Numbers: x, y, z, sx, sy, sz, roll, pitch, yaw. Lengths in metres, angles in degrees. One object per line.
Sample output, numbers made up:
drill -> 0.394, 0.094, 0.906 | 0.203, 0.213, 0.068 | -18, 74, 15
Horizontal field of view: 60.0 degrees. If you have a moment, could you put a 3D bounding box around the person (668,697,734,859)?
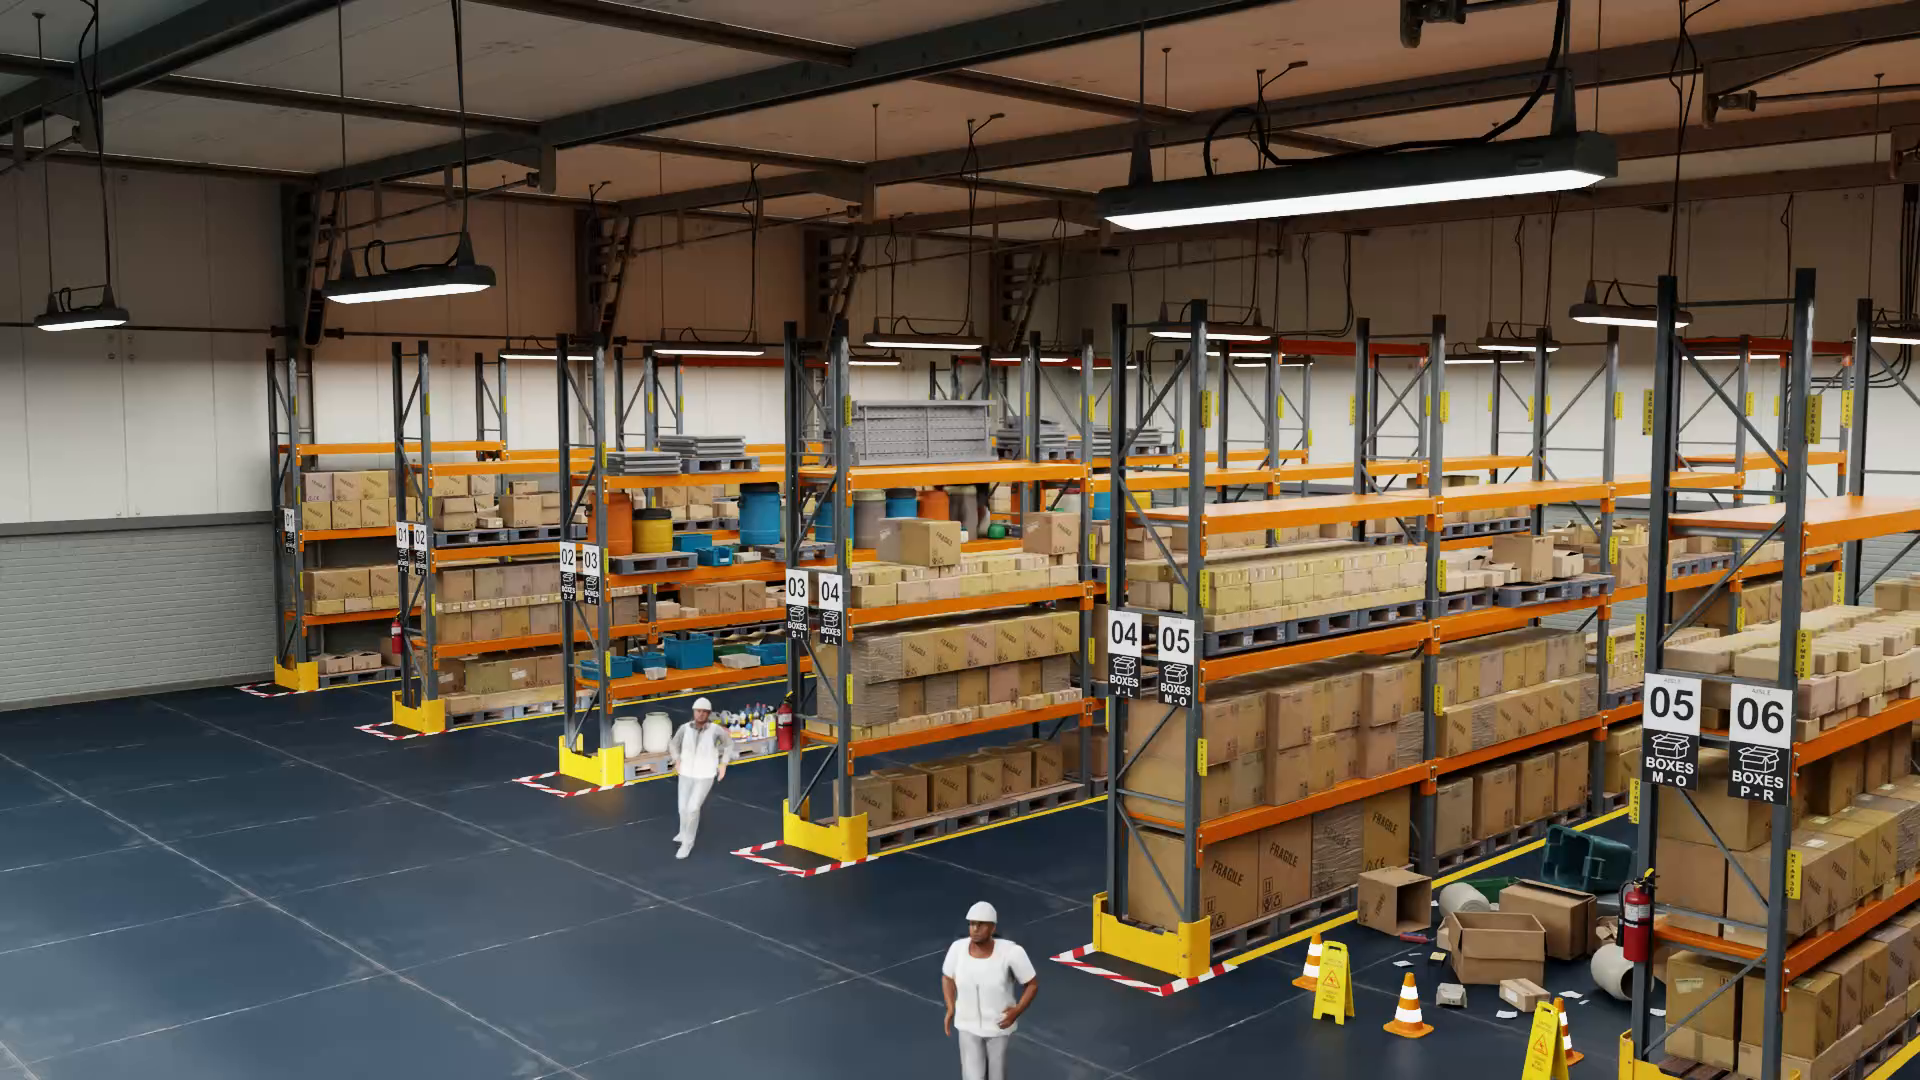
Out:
person -> -2.967, 2.674, 18.856 | 0.726, 1.798, 0.704 | 1, 5, 11

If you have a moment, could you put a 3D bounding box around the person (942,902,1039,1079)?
person -> 0.188, 3.324, 11.358 | 0.692, 1.754, 0.751 | 1, 5, 13
